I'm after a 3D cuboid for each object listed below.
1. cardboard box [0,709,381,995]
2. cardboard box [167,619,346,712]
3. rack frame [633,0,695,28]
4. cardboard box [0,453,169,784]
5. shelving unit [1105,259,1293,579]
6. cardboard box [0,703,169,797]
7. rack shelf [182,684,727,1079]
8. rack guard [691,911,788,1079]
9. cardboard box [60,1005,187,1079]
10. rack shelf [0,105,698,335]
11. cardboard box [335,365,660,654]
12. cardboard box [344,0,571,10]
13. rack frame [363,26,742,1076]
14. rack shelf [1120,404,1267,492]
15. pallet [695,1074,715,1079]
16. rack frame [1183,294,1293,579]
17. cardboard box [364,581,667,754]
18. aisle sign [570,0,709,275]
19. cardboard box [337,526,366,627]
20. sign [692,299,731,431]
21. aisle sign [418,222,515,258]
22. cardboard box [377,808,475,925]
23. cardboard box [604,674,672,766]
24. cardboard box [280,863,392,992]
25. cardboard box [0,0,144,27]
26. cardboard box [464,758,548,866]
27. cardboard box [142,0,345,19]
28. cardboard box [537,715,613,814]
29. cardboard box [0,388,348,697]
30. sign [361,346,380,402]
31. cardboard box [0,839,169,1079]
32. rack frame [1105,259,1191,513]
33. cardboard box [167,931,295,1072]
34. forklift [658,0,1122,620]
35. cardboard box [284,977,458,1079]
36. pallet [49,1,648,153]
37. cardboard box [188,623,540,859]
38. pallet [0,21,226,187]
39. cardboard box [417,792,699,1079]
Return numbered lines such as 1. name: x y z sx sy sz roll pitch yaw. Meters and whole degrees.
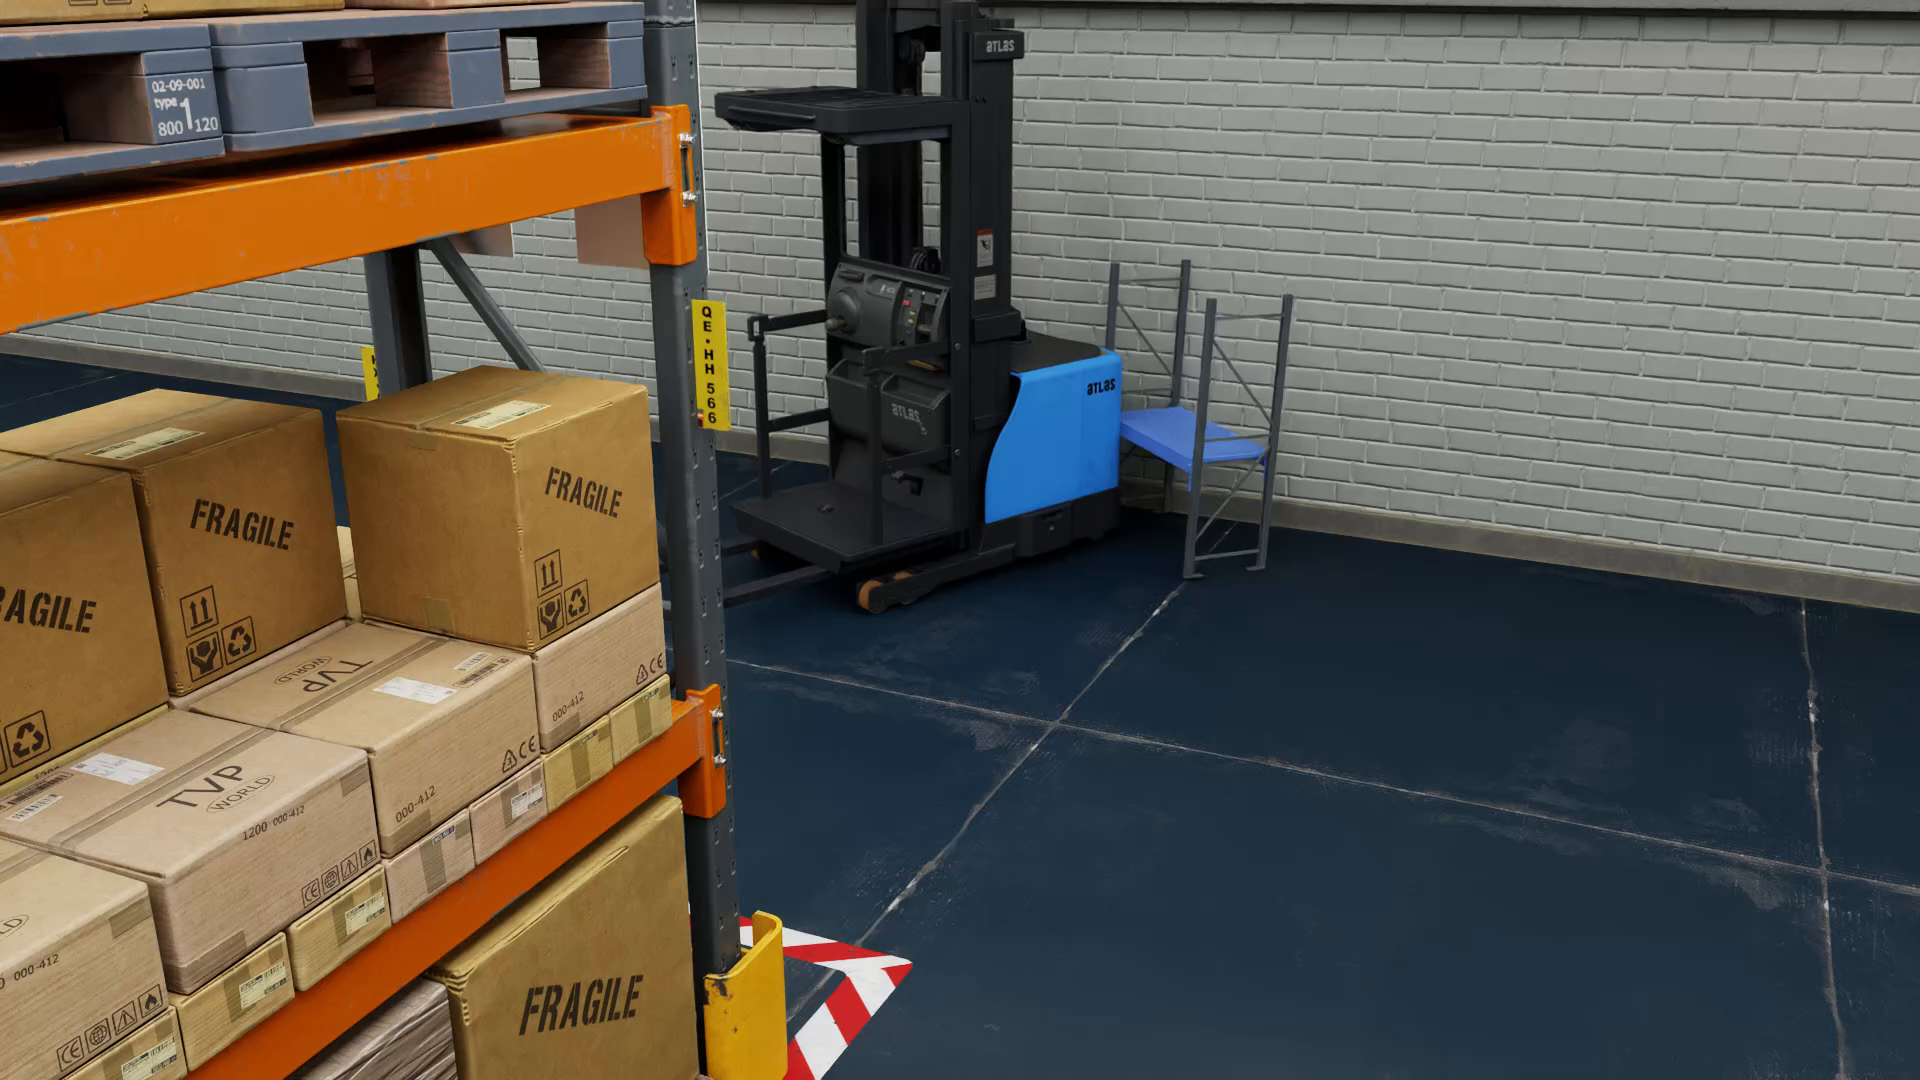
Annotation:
1. cardboard box: -1.482 0.572 3.164 0.500 0.250 0.500 8 21 21
2. cardboard box: -1.759 0.346 3.799 0.500 0.250 0.500 8 21 22
3. rack frame: -1.109 -2.680 3.576 1.000 3.000 0.127 9 21 23
4. cardboard box: -1.964 0.145 3.245 0.500 0.500 0.500 8 21 21
5. shelving unit: 1.247 -0.692 9.133 0.538 1.500 1.048 -6 21 -23
6. cardboard box: -1.968 0.499 3.368 0.500 0.250 0.500 8 21 21
7. rack shelf: -1.928 1.096 2.983 1.077 0.370 4.000 9 21 23
8. rack guard: -1.100 1.316 5.021 1.175 0.500 0.348 9 21 23
9. cardboard box: -1.581 0.886 2.876 0.380 0.149 0.250 9 21 24
10. rack shelf: -1.928 -0.317 2.480 1.077 0.370 4.000 9 21 23
11. cardboard box: -1.069 -0.092 3.911 0.500 0.500 0.500 9 21 23
12. cardboard box: -1.273 -1.393 3.507 0.700 0.500 0.500 7 21 19
13. rack frame: -1.109 0.146 4.581 1.000 3.000 0.127 9 21 23
14. rack shelf: 1.240 -0.523 9.193 0.538 0.185 1.000 -6 21 -23
15. pallet: -1.365 1.715 4.331 1.003 0.211 1.213 9 21 23
16. rack frame: 1.448 -0.530 8.695 0.500 1.500 0.032 -6 21 -23
17. cardboard box: -1.066 0.261 4.038 0.500 0.250 0.500 8 21 22
18. aisle sign: -0.806 -1.060 4.092 0.394 0.787 0.004 9 21 23
19. cardboard box: -1.552 0.186 4.248 0.500 0.250 0.500 8 21 21
20. sign: -0.620 -0.432 4.126 0.100 0.325 0.005 9 21 23
21. aisle sign: -1.354 -1.142 4.323 0.394 0.787 0.004 9 21 23
22. cardboard box: -1.267 0.651 3.536 0.380 0.149 0.250 9 21 24
23. cardboard box: -0.955 0.418 4.190 0.380 0.149 0.250 9 21 24
24. cardboard box: -1.372 0.731 3.312 0.380 0.149 0.250 8 21 21
25. cardboard box: -1.781 -1.073 2.607 0.700 0.500 0.500 7 21 19
26. cardboard box: -1.164 0.575 3.750 0.380 0.149 0.250 9 21 23
27. cardboard box: -1.614 -1.237 3.070 0.700 0.500 0.500 8 21 21
28. cardboard box: -1.060 0.498 3.966 0.380 0.149 0.250 9 21 23
29. cardboard box: -1.757 -0.014 3.693 0.500 0.500 0.500 8 21 21
30. sign: -1.613 -0.377 4.642 0.100 0.325 0.005 9 21 23
31. cardboard box: -1.692 0.732 2.715 0.500 0.250 0.500 9 21 23
32. rack frame: 1.045 -0.855 9.570 0.500 1.500 0.032 -6 21 -23
33. cardboard box: -1.477 0.810 3.089 0.380 0.149 0.250 9 21 23
34. forklift: -0.538 -1.206 8.485 3.031 2.935 1.130 -16 25 -38
35. cardboard box: -1.671 1.434 3.504 0.875 0.875 0.875 9 21 23
36. pallet: -1.404 -0.997 3.452 1.003 0.211 1.213 9 21 23
37. cardboard box: -1.274 0.416 3.602 0.500 0.250 0.500 8 21 22
38. pallet: -1.902 -0.623 2.400 1.003 0.211 1.213 9 21 23
39. cardboard box: -1.298 1.156 4.286 0.875 0.875 0.875 9 21 23
